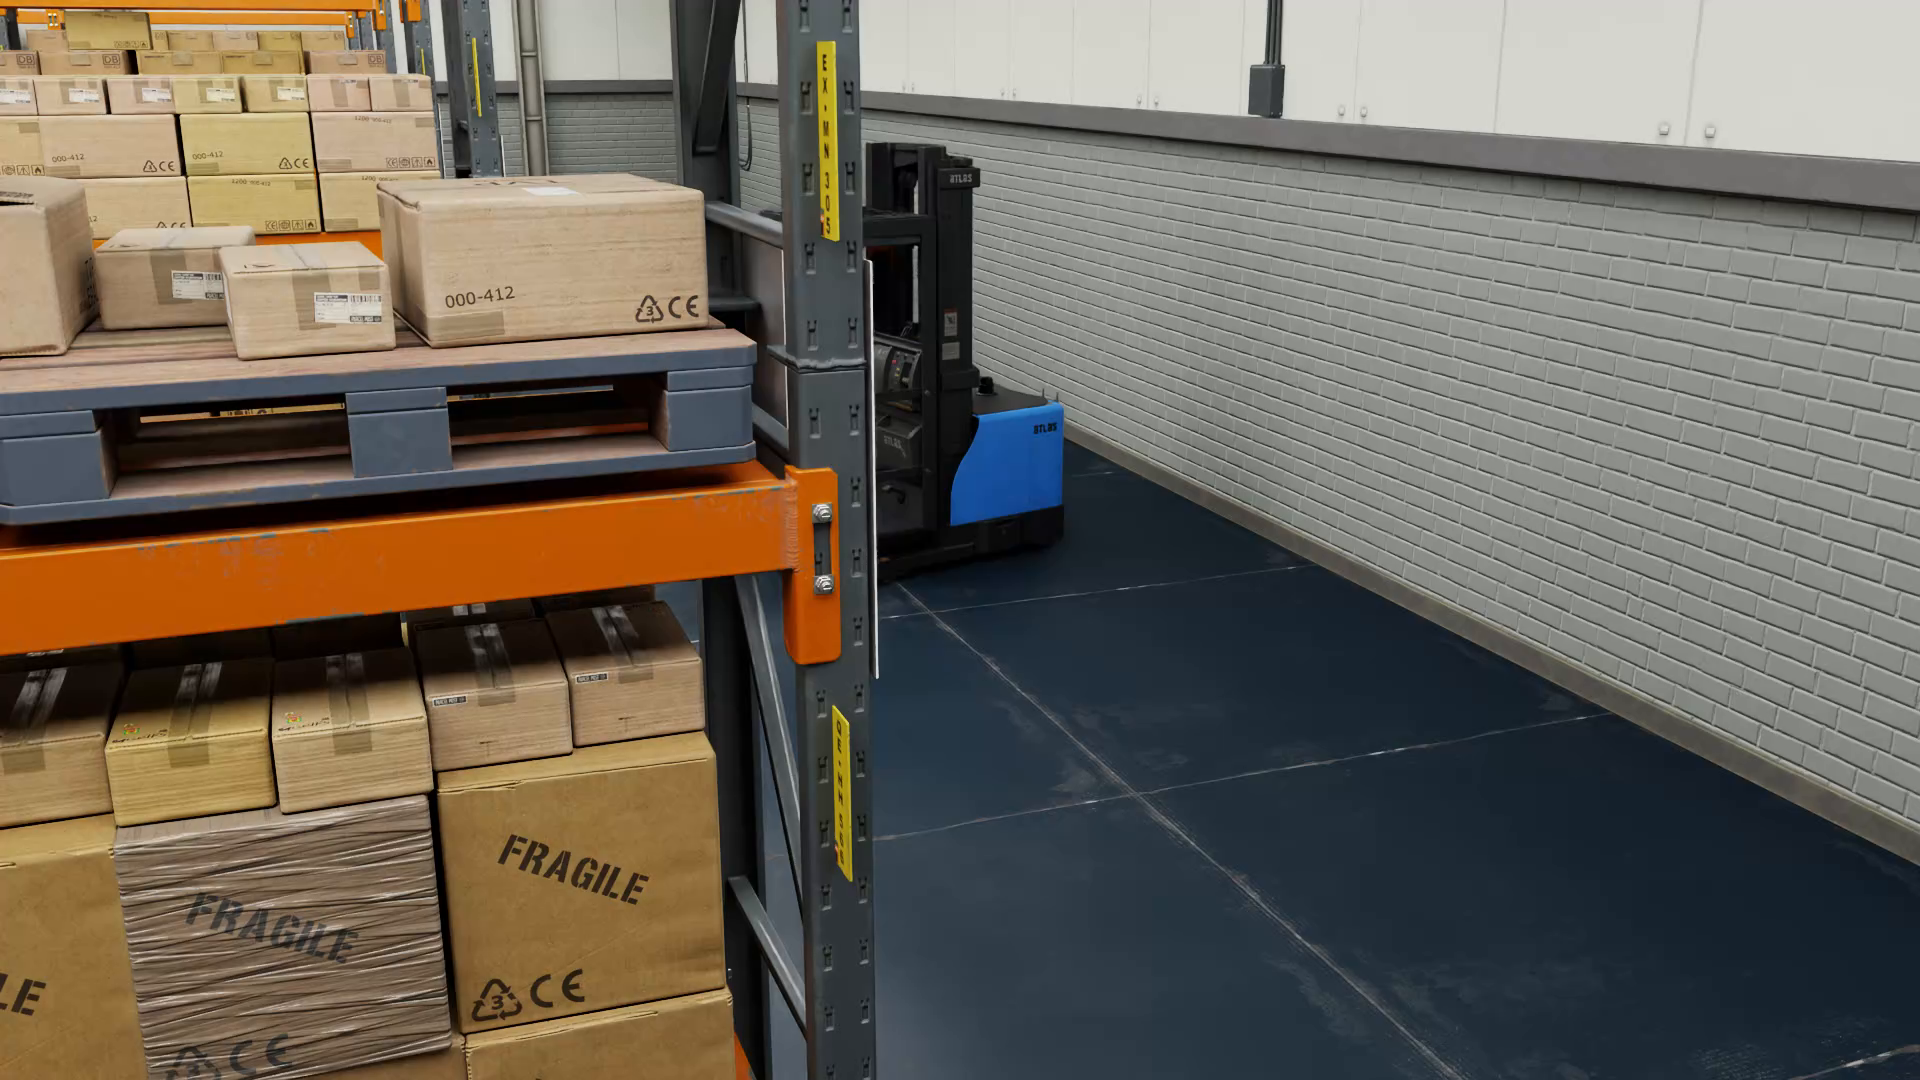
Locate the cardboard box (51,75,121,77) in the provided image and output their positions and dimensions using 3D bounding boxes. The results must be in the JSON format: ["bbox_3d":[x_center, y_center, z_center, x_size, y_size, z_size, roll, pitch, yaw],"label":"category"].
[{"bbox_3d":[-3.890,-2.002,7.440,0.250,0.149,0.380,-6,17,-18],"label":"cardboard box"}]

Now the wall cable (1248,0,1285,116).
[{"bbox_3d":[2.562,-5.686,10.279,0.120,5.999,2.277,-6,17,-20],"label":"wall cable"}]

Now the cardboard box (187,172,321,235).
[{"bbox_3d":[-3.075,-1.484,7.270,0.500,0.250,0.500,-6,17,-20],"label":"cardboard box"}]

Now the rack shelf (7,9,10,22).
[{"bbox_3d":[-13.096,-5.944,18.854,4.000,0.370,1.077,-6,17,-20],"label":"rack shelf"}]

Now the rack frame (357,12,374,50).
[{"bbox_3d":[-7.493,-7.086,20.756,0.127,3.000,1.000,-6,17,-20],"label":"rack frame"}]

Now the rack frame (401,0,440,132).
[{"bbox_3d":[-3.952,-4.479,11.880,0.127,3.000,1.000,-6,17,-20],"label":"rack frame"}]

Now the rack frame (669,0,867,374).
[{"bbox_3d":[-0.406,-1.872,3.001,0.127,3.000,1.000,-6,17,-20],"label":"rack frame"}]

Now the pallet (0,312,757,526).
[{"bbox_3d":[-1.095,-0.312,3.172,1.213,0.211,1.003,-6,17,-20],"label":"pallet"}]

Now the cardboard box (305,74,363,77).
[{"bbox_3d":[-2.900,-2.090,7.739,0.250,0.149,0.380,-5,17,-18],"label":"cardboard box"}]

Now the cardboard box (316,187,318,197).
[{"bbox_3d":[-8.282,-4.567,20.873,0.500,0.500,0.500,-6,17,-19],"label":"cardboard box"}]

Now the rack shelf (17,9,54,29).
[{"bbox_3d":[-14.872,-7.247,23.291,4.000,0.370,1.077,-6,17,-20],"label":"rack shelf"}]

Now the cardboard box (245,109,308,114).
[{"bbox_3d":[-3.261,-1.864,7.676,0.500,0.250,0.500,-6,18,-21],"label":"cardboard box"}]

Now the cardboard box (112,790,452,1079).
[{"bbox_3d":[-1.248,0.651,3.106,0.500,0.500,0.500,-6,17,-20],"label":"cardboard box"}]

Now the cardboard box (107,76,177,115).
[{"bbox_3d":[-3.447,-1.883,7.034,0.250,0.149,0.380,-7,18,-21],"label":"cardboard box"}]

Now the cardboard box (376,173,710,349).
[{"bbox_3d":[-0.794,-0.541,3.136,0.500,0.250,0.500,-8,18,-25],"label":"cardboard box"}]

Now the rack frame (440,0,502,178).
[{"bbox_3d":[-2.271,-3.164,7.401,0.127,3.000,1.000,-6,17,-20],"label":"rack frame"}]

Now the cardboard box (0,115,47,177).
[{"bbox_3d":[-4.042,-1.628,6.875,0.500,0.250,0.500,-7,18,-22],"label":"cardboard box"}]

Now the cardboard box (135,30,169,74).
[{"bbox_3d":[-9.805,-5.895,20.074,0.500,0.500,0.700,-6,17,-20],"label":"cardboard box"}]

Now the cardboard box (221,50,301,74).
[{"bbox_3d":[-4.987,-3.246,11.903,0.500,0.500,0.700,-7,18,-22],"label":"cardboard box"}]

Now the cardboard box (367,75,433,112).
[{"bbox_3d":[-2.477,-1.973,7.341,0.250,0.149,0.380,-6,18,-21],"label":"cardboard box"}]

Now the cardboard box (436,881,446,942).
[{"bbox_3d":[-1.419,0.990,3.726,0.500,0.500,0.500,-6,18,-21],"label":"cardboard box"}]

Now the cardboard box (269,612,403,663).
[{"bbox_3d":[-1.339,0.172,3.585,0.250,0.149,0.380,-6,17,-18],"label":"cardboard box"}]

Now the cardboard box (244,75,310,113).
[{"bbox_3d":[-2.981,-1.948,7.255,0.250,0.149,0.380,-7,18,-22],"label":"cardboard box"}]

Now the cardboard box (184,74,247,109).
[{"bbox_3d":[-3.407,-2.058,7.629,0.250,0.149,0.380,-6,17,-19],"label":"cardboard box"}]

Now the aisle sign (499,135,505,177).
[{"bbox_3d":[-2.096,-1.461,7.636,0.004,0.787,0.394,-6,17,-20],"label":"aisle sign"}]

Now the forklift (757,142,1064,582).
[{"bbox_3d":[-0.725,-1.253,11.664,3.031,2.935,1.130,-11,20,-33],"label":"forklift"}]

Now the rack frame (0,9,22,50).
[{"bbox_3d":[-11.228,-6.682,19.383,0.127,3.000,1.000,-6,17,-20],"label":"rack frame"}]

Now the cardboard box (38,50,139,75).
[{"bbox_3d":[-5.935,-3.097,11.397,0.500,0.500,0.700,-5,17,-18],"label":"cardboard box"}]

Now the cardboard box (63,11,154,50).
[{"bbox_3d":[-5.842,-3.496,11.425,0.500,0.250,0.500,-7,18,-22],"label":"cardboard box"}]

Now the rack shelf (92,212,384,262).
[{"bbox_3d":[-4.139,-1.178,7.238,4.000,0.370,1.077,-6,17,-20],"label":"rack shelf"}]

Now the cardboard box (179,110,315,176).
[{"bbox_3d":[-3.087,-1.727,7.211,0.500,0.250,0.500,-7,18,-22],"label":"cardboard box"}]

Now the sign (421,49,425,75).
[{"bbox_3d":[-3.771,-3.282,11.698,0.005,0.325,0.100,-6,17,-20],"label":"sign"}]

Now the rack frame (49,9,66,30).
[{"bbox_3d":[-13.004,-7.985,23.820,0.127,3.000,1.000,-6,17,-20],"label":"rack frame"}]

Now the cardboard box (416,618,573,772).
[{"bbox_3d":[-0.898,0.289,3.188,0.250,0.149,0.380,-6,17,-19],"label":"cardboard box"}]

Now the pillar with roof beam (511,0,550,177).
[{"bbox_3d":[-5.517,-7.756,23.038,0.400,9.000,9.100,-6,17,-20],"label":"pillar with roof beam"}]

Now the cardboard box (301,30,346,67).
[{"bbox_3d":[-7.967,-6.118,20.833,0.500,0.500,0.700,-6,17,-20],"label":"cardboard box"}]

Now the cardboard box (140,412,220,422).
[{"bbox_3d":[-3.565,-0.738,7.309,0.500,0.500,0.500,-5,17,-17],"label":"cardboard box"}]

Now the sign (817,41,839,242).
[{"bbox_3d":[-0.225,-0.675,2.819,0.005,0.325,0.100,-6,17,-20],"label":"sign"}]

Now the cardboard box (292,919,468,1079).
[{"bbox_3d":[-1.236,1.124,3.270,0.500,0.500,0.500,-7,18,-21],"label":"cardboard box"}]

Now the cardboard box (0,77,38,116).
[{"bbox_3d":[-3.921,-1.824,6.832,0.250,0.149,0.380,-7,18,-22],"label":"cardboard box"}]

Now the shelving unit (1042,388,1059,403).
[{"bbox_3d":[0.597,-0.627,12.869,0.252,1.050,0.215,-11,20,-33],"label":"shelving unit"}]

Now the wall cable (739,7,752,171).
[{"bbox_3d":[-3.860,-7.375,27.253,0.112,2.526,3.097,-6,17,-20],"label":"wall cable"}]

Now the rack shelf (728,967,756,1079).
[{"bbox_3d":[-2.273,1.554,3.261,4.000,0.370,1.077,-6,17,-20],"label":"rack shelf"}]

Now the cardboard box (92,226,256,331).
[{"bbox_3d":[-1.504,-0.512,3.218,0.250,0.149,0.380,-5,17,-18],"label":"cardboard box"}]

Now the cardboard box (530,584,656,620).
[{"bbox_3d":[-0.836,0.131,3.726,0.250,0.149,0.380,-6,17,-19],"label":"cardboard box"}]

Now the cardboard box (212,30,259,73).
[{"bbox_3d":[-8.893,-6.011,20.470,0.500,0.500,0.700,-6,17,-20],"label":"cardboard box"}]

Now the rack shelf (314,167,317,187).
[{"bbox_3d":[-5.819,-2.493,11.717,4.000,0.370,1.077,-6,17,-20],"label":"rack shelf"}]

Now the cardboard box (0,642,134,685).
[{"bbox_3d":[-1.805,0.244,3.341,0.250,0.149,0.380,-6,17,-20],"label":"cardboard box"}]

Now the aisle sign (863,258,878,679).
[{"bbox_3d":[-0.228,-0.166,3.227,0.004,0.787,0.394,-6,17,-20],"label":"aisle sign"}]

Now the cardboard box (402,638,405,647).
[{"bbox_3d":[-1.436,0.507,3.598,0.500,0.500,0.500,-7,18,-22],"label":"cardboard box"}]

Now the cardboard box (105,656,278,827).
[{"bbox_3d":[-1.359,0.351,2.975,0.250,0.149,0.380,-6,17,-19],"label":"cardboard box"}]

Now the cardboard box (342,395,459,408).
[{"bbox_3d":[-2.610,-0.844,7.669,0.500,0.500,0.500,-7,18,-21],"label":"cardboard box"}]
